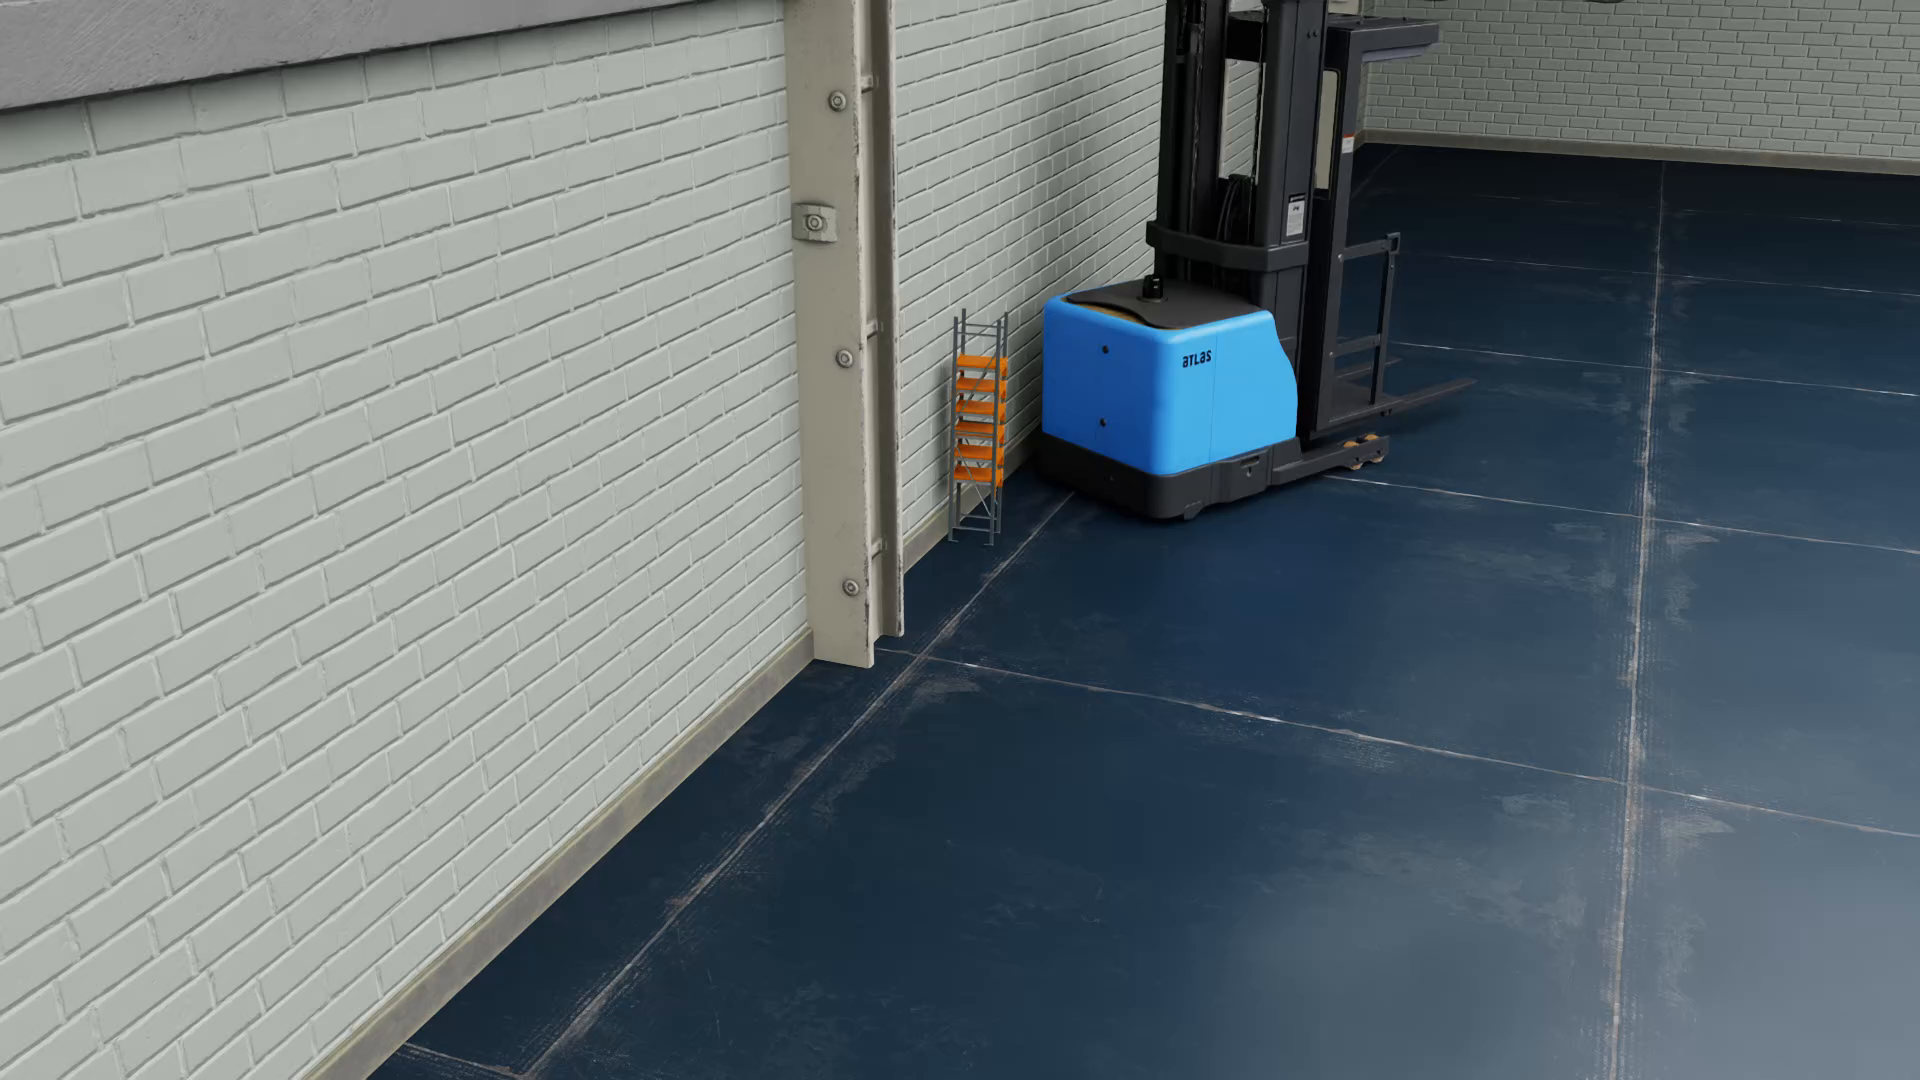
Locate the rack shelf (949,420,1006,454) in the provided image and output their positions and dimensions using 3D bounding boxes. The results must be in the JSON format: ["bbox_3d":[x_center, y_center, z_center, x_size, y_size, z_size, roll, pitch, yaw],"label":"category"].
[{"bbox_3d":[0.090,-0.532,8.568,0.258,0.103,0.180,6,22,11],"label":"rack shelf"}]

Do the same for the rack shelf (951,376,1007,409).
[{"bbox_3d":[0.097,-0.755,8.480,0.258,0.103,0.180,6,22,11],"label":"rack shelf"}]

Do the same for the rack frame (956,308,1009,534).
[{"bbox_3d":[0.111,-0.605,8.635,0.240,1.200,0.006,6,22,11],"label":"rack frame"}]

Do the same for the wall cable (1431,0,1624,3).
[{"bbox_3d":[6.306,-7.401,18.822,3.097,2.526,0.112,9,24,20],"label":"wall cable"}]

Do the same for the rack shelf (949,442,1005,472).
[{"bbox_3d":[0.087,-0.420,8.611,0.258,0.103,0.180,6,22,11],"label":"rack shelf"}]

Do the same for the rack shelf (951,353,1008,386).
[{"bbox_3d":[0.100,-0.867,8.437,0.258,0.103,0.180,6,22,11],"label":"rack shelf"}]

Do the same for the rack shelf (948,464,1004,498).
[{"bbox_3d":[0.084,-0.308,8.655,0.258,0.103,0.180,6,22,11],"label":"rack shelf"}]

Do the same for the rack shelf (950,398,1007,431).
[{"bbox_3d":[0.093,-0.644,8.524,0.258,0.103,0.180,6,22,11],"label":"rack shelf"}]

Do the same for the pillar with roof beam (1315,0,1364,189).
[{"bbox_3d":[7.981,-7.353,14.677,9.100,9.000,0.400,9,24,20],"label":"pillar with roof beam"}]

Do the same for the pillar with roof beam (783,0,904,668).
[{"bbox_3d":[3.524,-3.058,4.397,9.100,9.000,0.400,9,24,20],"label":"pillar with roof beam"}]

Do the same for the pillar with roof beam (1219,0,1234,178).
[{"bbox_3d":[5.753,-5.206,9.537,9.100,9.000,0.400,9,24,20],"label":"pillar with roof beam"}]

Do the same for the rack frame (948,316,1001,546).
[{"bbox_3d":[0.071,-0.541,8.468,0.240,1.200,0.006,6,22,11],"label":"rack frame"}]

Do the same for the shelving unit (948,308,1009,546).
[{"bbox_3d":[0.091,-0.573,8.551,0.258,1.200,0.189,6,22,11],"label":"shelving unit"}]

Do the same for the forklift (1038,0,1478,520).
[{"bbox_3d":[1.916,-1.904,9.506,3.031,2.935,1.130,-17,28,-35],"label":"forklift"}]
